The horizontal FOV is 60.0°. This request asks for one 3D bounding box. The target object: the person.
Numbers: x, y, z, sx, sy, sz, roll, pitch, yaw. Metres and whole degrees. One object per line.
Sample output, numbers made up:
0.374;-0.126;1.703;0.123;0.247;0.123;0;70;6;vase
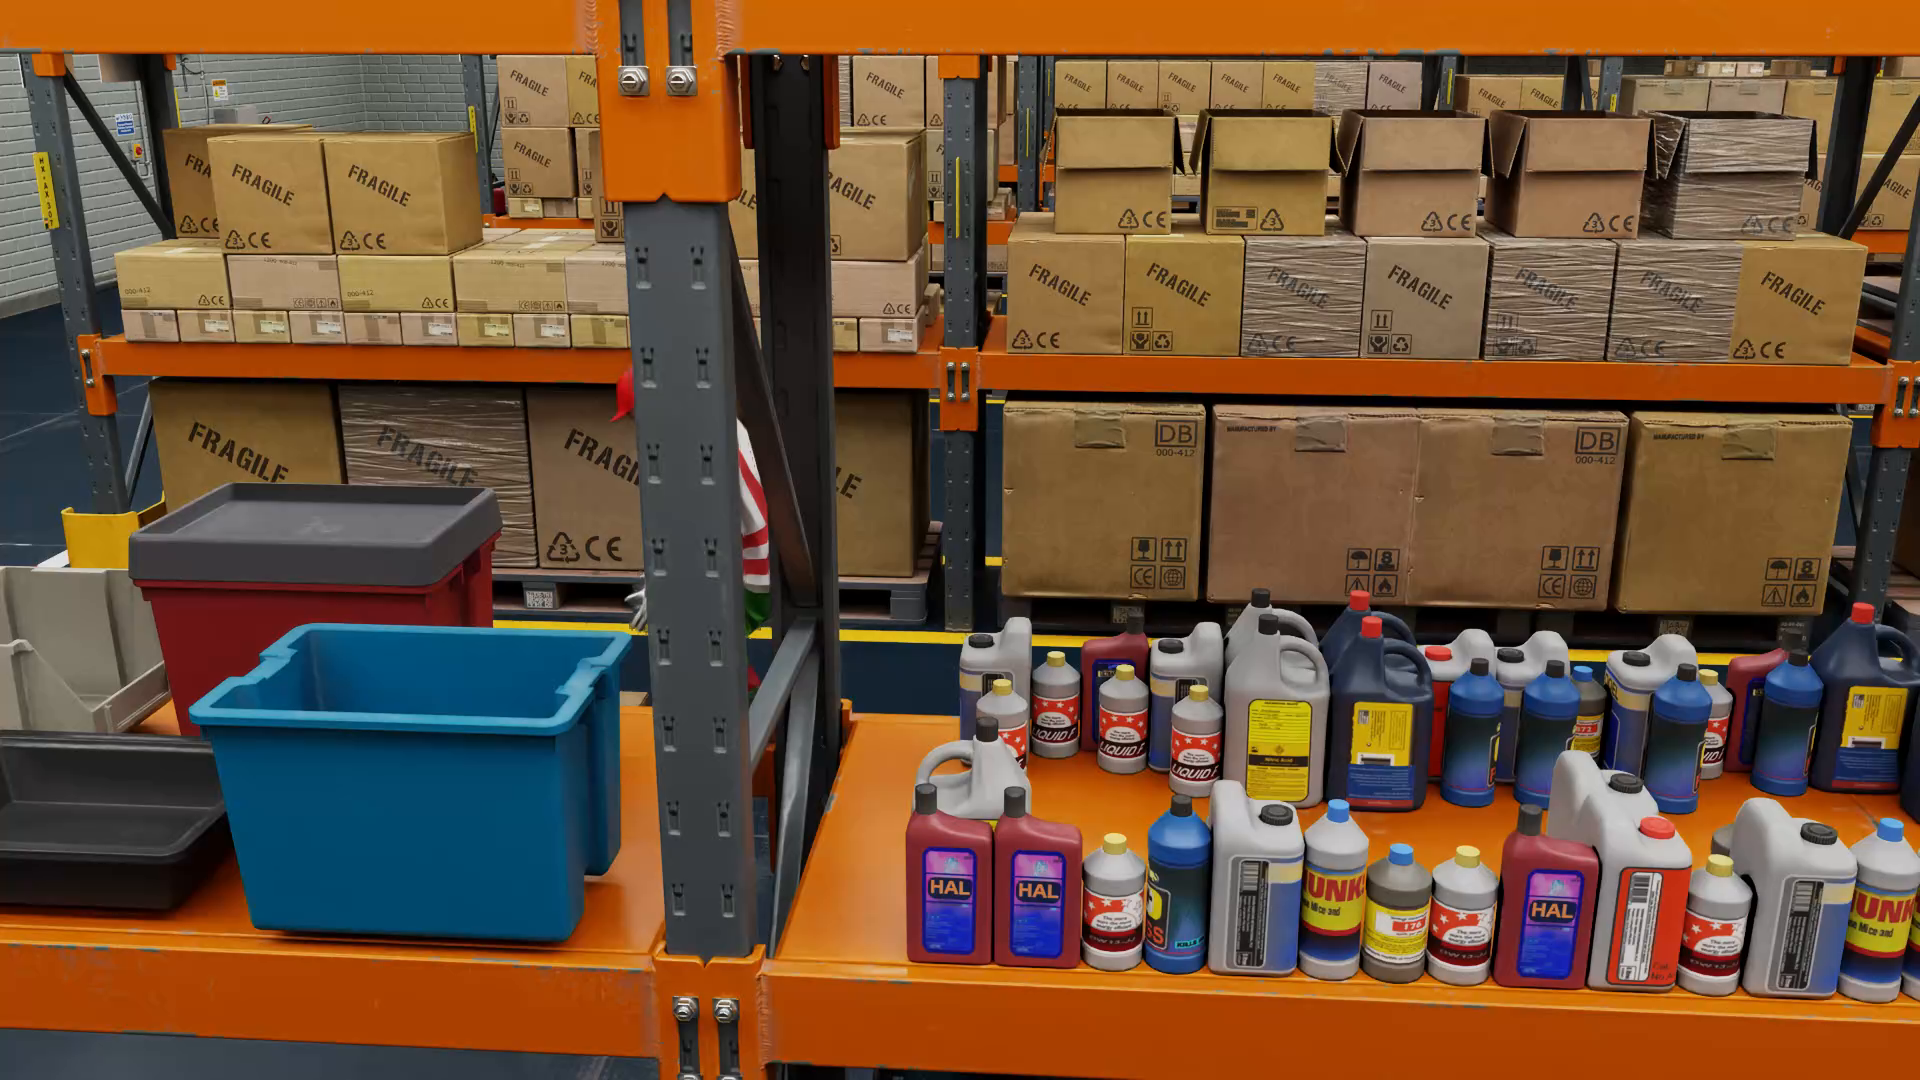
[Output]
-0.887;0.130;5.985;0.669;1.555;0.577;1;17;4;person
